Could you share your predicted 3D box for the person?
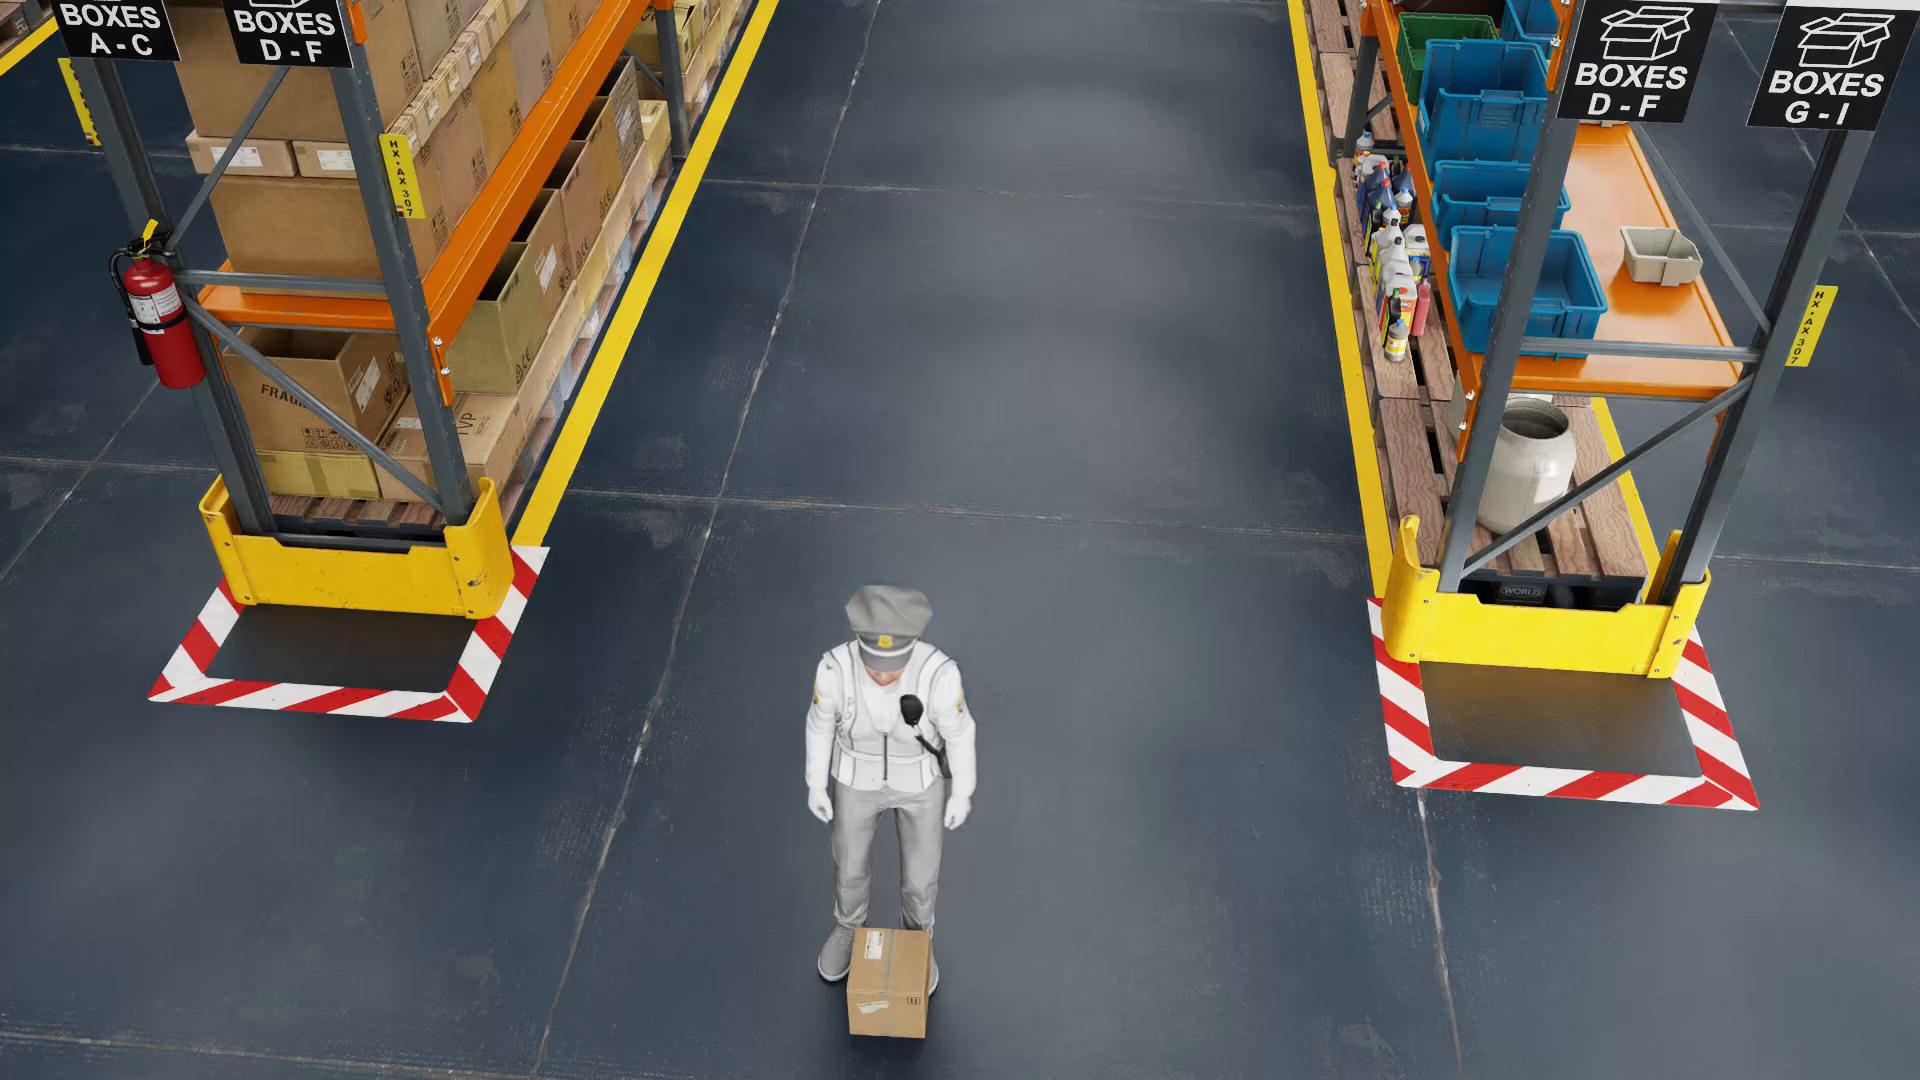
[{"bbox_3d":[-0.219,0.786,5.227,0.535,1.663,0.404,3,40,3],"label":"person"}]
